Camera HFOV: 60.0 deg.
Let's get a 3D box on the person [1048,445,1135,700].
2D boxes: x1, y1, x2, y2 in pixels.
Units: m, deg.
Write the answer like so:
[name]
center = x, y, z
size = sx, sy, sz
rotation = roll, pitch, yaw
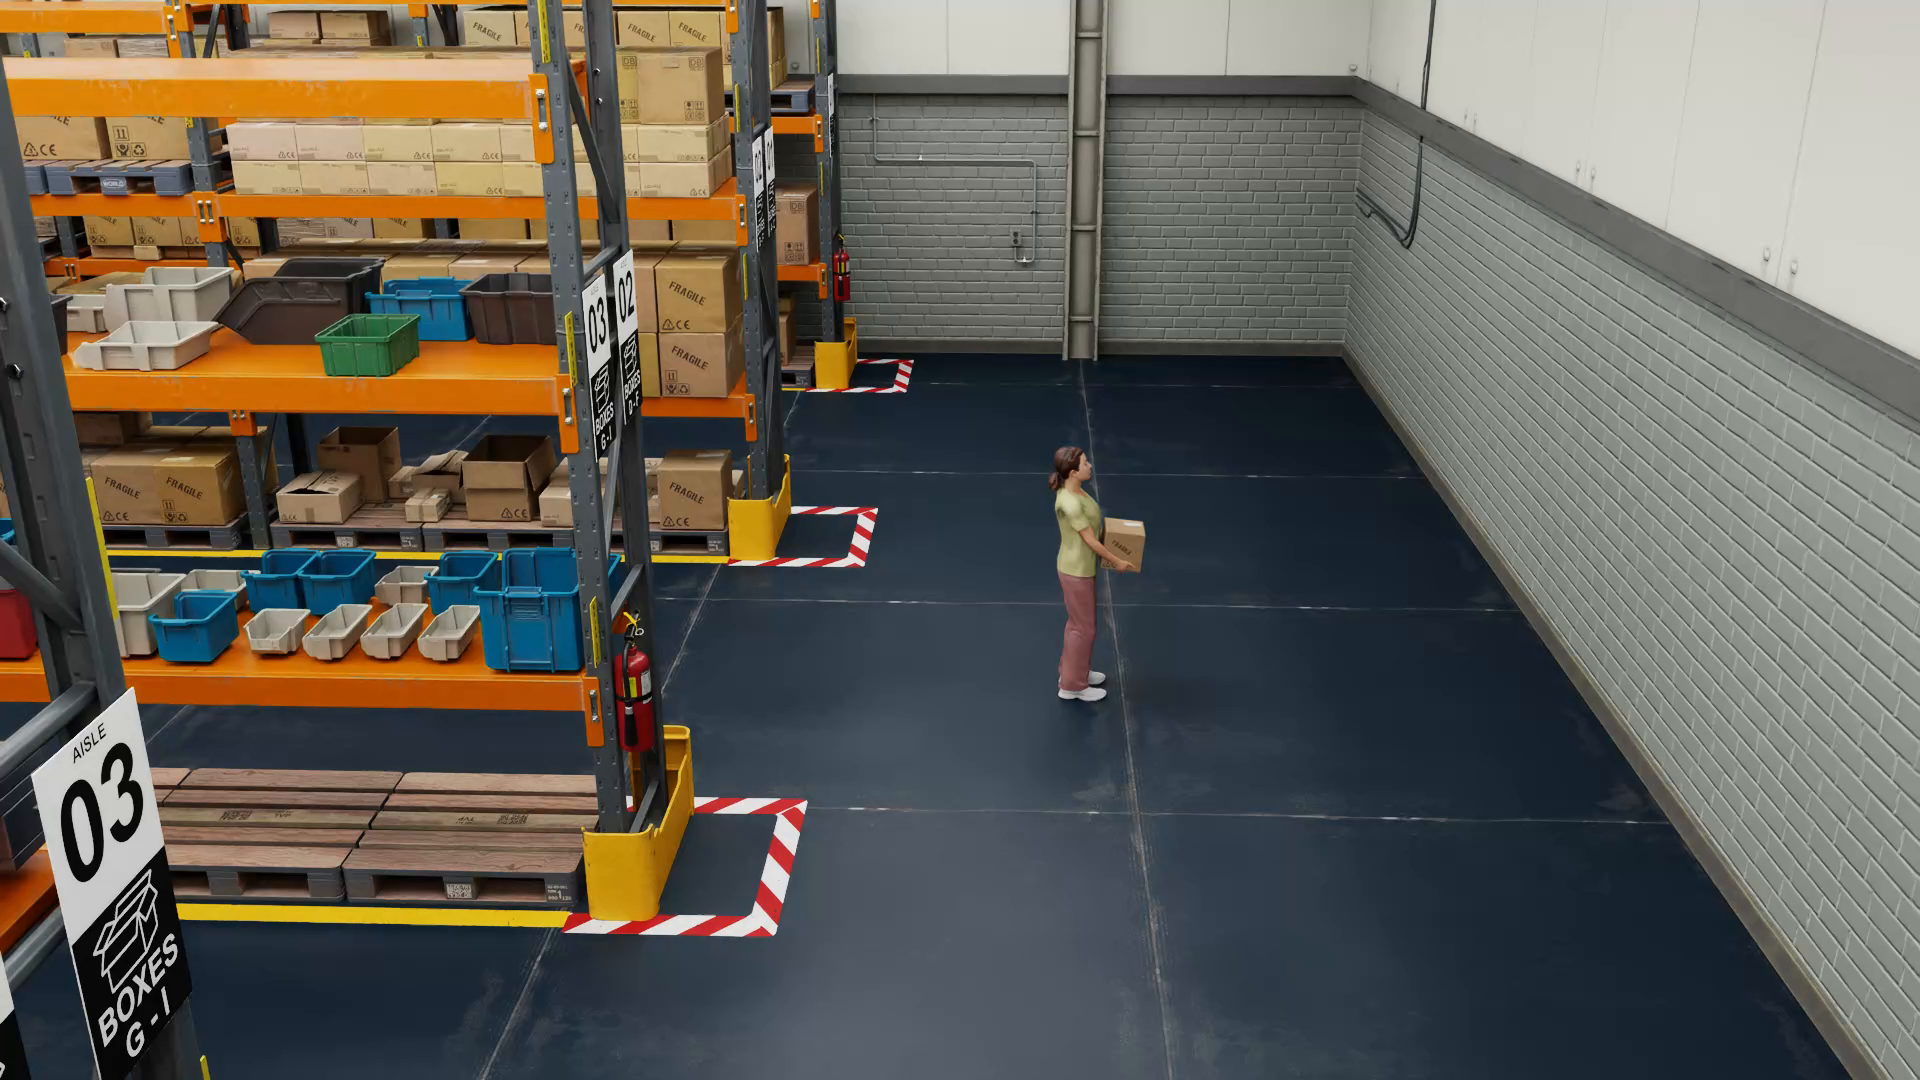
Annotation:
[person]
center = 0.822, 0.199, 10.575
size = 0.559, 1.662, 0.428
rotation = 1, 21, 2
